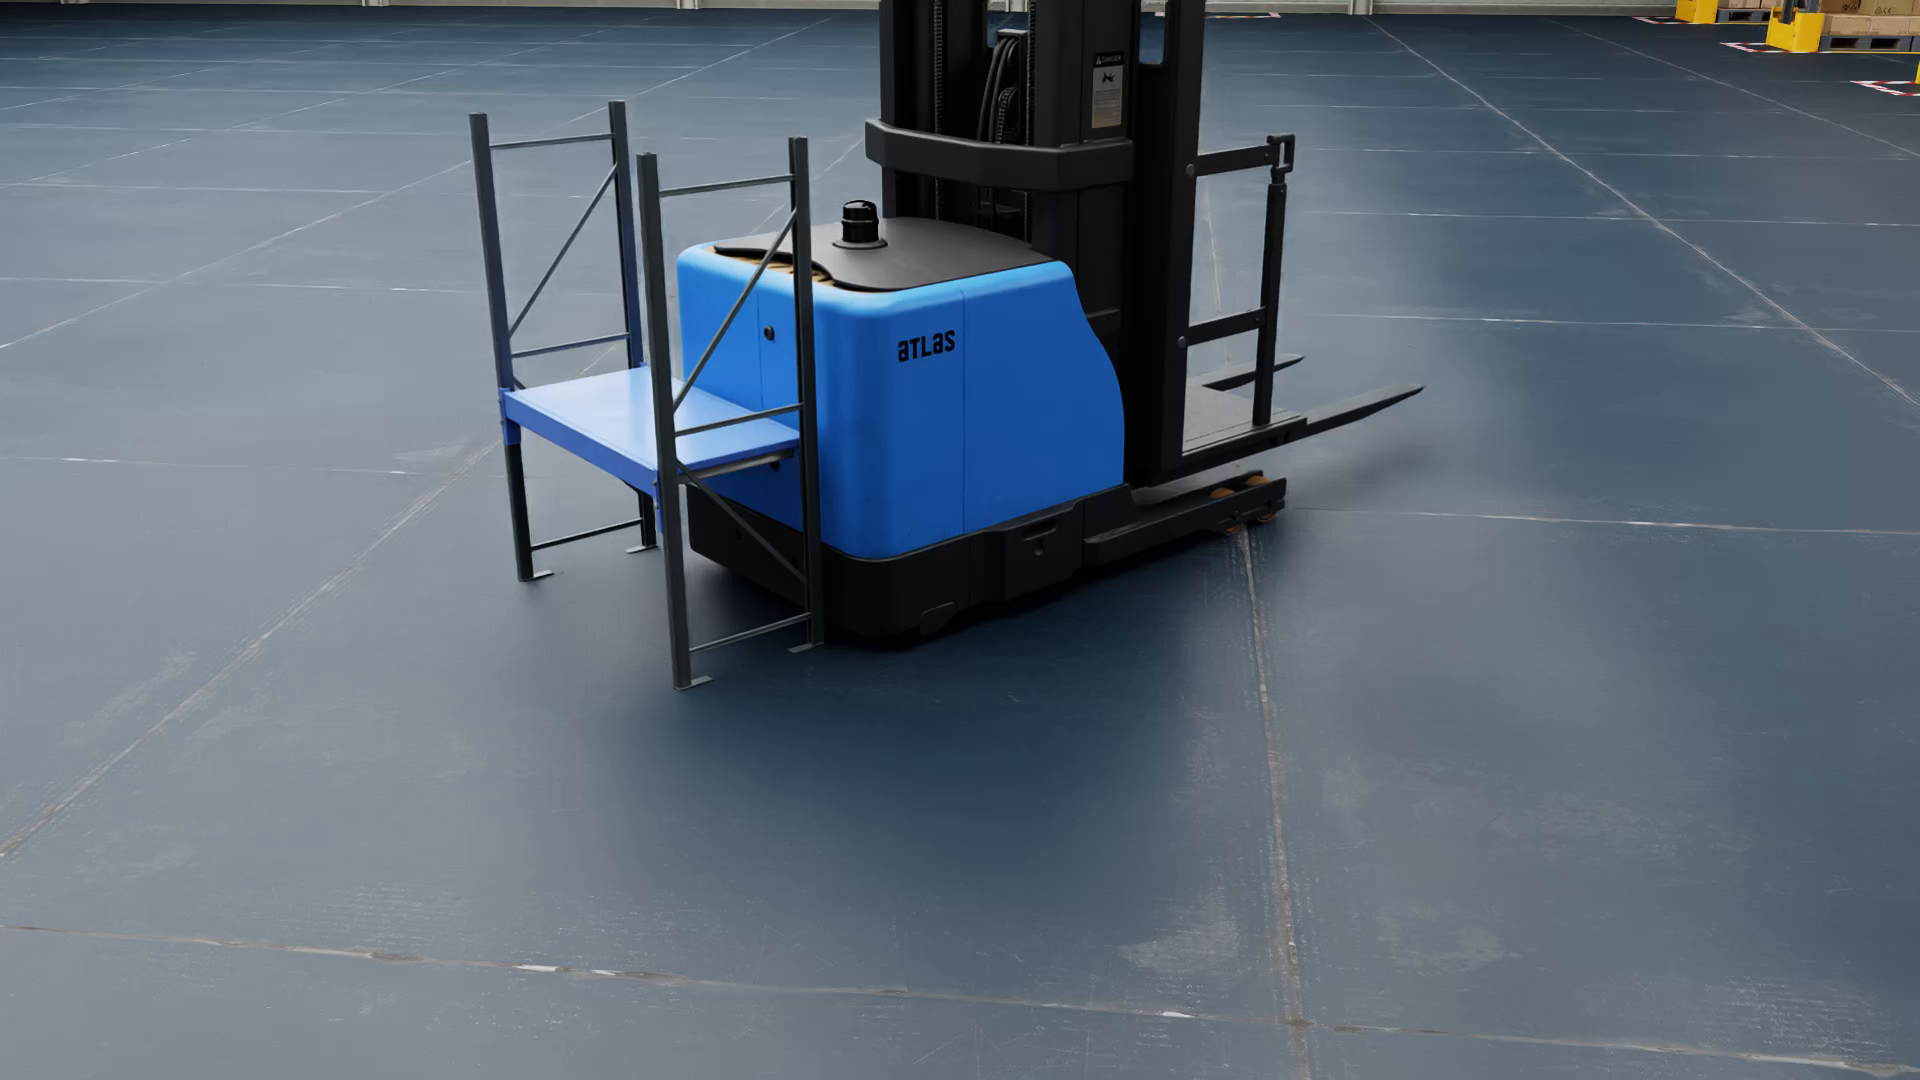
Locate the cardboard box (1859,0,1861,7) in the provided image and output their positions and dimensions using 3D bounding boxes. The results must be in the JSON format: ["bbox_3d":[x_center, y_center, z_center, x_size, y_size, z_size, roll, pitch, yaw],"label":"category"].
[{"bbox_3d":[15.080,-8.937,27.131,0.500,0.500,0.500,1,22,2],"label":"cardboard box"}]

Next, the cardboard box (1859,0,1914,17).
[{"bbox_3d":[12.567,-7.369,22.512,0.500,0.500,0.500,2,22,6],"label":"cardboard box"}]

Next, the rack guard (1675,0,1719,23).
[{"bbox_3d":[12.219,-8.872,27.565,0.348,0.500,1.175,2,22,6],"label":"rack guard"}]

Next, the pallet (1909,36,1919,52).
[{"bbox_3d":[13.537,-6.861,22.870,1.213,0.211,1.003,2,22,6],"label":"pallet"}]

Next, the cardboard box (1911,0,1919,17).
[{"bbox_3d":[13.066,-7.352,22.469,0.500,0.500,0.500,2,22,6],"label":"cardboard box"}]

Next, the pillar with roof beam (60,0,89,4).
[{"bbox_3d":[-17.358,-12.839,26.041,0.400,9.000,9.100,2,22,6],"label":"pillar with roof beam"}]

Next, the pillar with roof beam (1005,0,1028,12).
[{"bbox_3d":[0.517,-12.061,24.071,0.400,9.000,9.100,2,22,6],"label":"pillar with roof beam"}]

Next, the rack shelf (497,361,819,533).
[{"bbox_3d":[-0.931,-0.306,5.027,0.538,0.185,1.000,-16,27,-36],"label":"rack shelf"}]

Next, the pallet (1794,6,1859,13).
[{"bbox_3d":[14.230,-8.636,27.361,1.213,0.211,1.003,2,22,6],"label":"pallet"}]

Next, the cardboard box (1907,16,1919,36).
[{"bbox_3d":[13.064,-6.999,22.596,0.500,0.250,0.500,2,22,6],"label":"cardboard box"}]

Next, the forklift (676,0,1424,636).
[{"bbox_3d":[0.536,-1.508,5.632,3.031,2.935,1.130,-18,28,-38],"label":"forklift"}]

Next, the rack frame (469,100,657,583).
[{"bbox_3d":[-1.250,-0.619,5.329,0.500,1.500,0.032,-16,27,-36],"label":"rack frame"}]

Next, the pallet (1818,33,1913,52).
[{"bbox_3d":[12.329,-6.914,23.006,1.213,0.211,1.003,2,22,6],"label":"pallet"}]

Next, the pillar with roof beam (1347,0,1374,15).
[{"bbox_3d":[6.476,-11.801,23.414,0.400,9.000,9.100,2,22,6],"label":"pillar with roof beam"}]

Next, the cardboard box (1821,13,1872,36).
[{"bbox_3d":[12.071,-7.041,22.703,0.500,0.250,0.500,2,22,6],"label":"cardboard box"}]

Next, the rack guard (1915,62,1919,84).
[{"bbox_3d":[11.059,-5.272,18.459,0.348,0.500,1.175,2,22,6],"label":"rack guard"}]

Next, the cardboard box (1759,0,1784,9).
[{"bbox_3d":[13.386,-8.904,27.306,0.500,0.311,0.500,4,22,11],"label":"cardboard box"}]

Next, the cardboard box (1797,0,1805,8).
[{"bbox_3d":[14.109,-8.942,27.145,0.500,0.500,0.700,1,22,3],"label":"cardboard box"}]

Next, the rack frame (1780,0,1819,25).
[{"bbox_3d":[11.564,-8.229,22.539,0.127,3.000,1.000,2,22,6],"label":"rack frame"}]

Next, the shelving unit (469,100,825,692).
[{"bbox_3d":[-0.931,-0.473,4.961,0.538,1.500,1.048,-16,27,-36],"label":"shelving unit"}]

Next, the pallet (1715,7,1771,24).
[{"bbox_3d":[13.022,-8.690,27.497,1.213,0.211,1.003,2,22,6],"label":"pallet"}]

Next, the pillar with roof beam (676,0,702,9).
[{"bbox_3d":[-5.441,-12.320,24.727,0.400,9.000,9.100,2,22,6],"label":"pillar with roof beam"}]

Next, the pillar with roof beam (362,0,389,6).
[{"bbox_3d":[-11.399,-12.580,25.384,0.400,9.000,9.100,2,22,6],"label":"pillar with roof beam"}]

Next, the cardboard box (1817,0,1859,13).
[{"bbox_3d":[12.132,-7.580,23.045,0.500,0.500,0.500,2,22,6],"label":"cardboard box"}]

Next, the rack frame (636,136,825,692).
[{"bbox_3d":[-0.612,-0.328,4.593,0.500,1.500,0.032,-16,27,-36],"label":"rack frame"}]

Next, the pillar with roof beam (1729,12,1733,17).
[{"bbox_3d":[12.434,-11.541,22.757,0.400,9.000,9.100,2,22,6],"label":"pillar with roof beam"}]

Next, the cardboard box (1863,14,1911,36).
[{"bbox_3d":[12.568,-7.021,22.652,0.500,0.250,0.500,2,22,6],"label":"cardboard box"}]

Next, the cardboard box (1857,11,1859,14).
[{"bbox_3d":[12.630,-7.213,23.138,0.500,0.250,0.500,2,22,6],"label":"cardboard box"}]

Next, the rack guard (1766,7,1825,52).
[{"bbox_3d":[11.541,-7.068,23.001,0.348,0.500,1.175,2,22,6],"label":"rack guard"}]

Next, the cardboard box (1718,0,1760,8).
[{"bbox_3d":[12.820,-8.929,27.368,0.500,0.311,0.500,0,22,0],"label":"cardboard box"}]
